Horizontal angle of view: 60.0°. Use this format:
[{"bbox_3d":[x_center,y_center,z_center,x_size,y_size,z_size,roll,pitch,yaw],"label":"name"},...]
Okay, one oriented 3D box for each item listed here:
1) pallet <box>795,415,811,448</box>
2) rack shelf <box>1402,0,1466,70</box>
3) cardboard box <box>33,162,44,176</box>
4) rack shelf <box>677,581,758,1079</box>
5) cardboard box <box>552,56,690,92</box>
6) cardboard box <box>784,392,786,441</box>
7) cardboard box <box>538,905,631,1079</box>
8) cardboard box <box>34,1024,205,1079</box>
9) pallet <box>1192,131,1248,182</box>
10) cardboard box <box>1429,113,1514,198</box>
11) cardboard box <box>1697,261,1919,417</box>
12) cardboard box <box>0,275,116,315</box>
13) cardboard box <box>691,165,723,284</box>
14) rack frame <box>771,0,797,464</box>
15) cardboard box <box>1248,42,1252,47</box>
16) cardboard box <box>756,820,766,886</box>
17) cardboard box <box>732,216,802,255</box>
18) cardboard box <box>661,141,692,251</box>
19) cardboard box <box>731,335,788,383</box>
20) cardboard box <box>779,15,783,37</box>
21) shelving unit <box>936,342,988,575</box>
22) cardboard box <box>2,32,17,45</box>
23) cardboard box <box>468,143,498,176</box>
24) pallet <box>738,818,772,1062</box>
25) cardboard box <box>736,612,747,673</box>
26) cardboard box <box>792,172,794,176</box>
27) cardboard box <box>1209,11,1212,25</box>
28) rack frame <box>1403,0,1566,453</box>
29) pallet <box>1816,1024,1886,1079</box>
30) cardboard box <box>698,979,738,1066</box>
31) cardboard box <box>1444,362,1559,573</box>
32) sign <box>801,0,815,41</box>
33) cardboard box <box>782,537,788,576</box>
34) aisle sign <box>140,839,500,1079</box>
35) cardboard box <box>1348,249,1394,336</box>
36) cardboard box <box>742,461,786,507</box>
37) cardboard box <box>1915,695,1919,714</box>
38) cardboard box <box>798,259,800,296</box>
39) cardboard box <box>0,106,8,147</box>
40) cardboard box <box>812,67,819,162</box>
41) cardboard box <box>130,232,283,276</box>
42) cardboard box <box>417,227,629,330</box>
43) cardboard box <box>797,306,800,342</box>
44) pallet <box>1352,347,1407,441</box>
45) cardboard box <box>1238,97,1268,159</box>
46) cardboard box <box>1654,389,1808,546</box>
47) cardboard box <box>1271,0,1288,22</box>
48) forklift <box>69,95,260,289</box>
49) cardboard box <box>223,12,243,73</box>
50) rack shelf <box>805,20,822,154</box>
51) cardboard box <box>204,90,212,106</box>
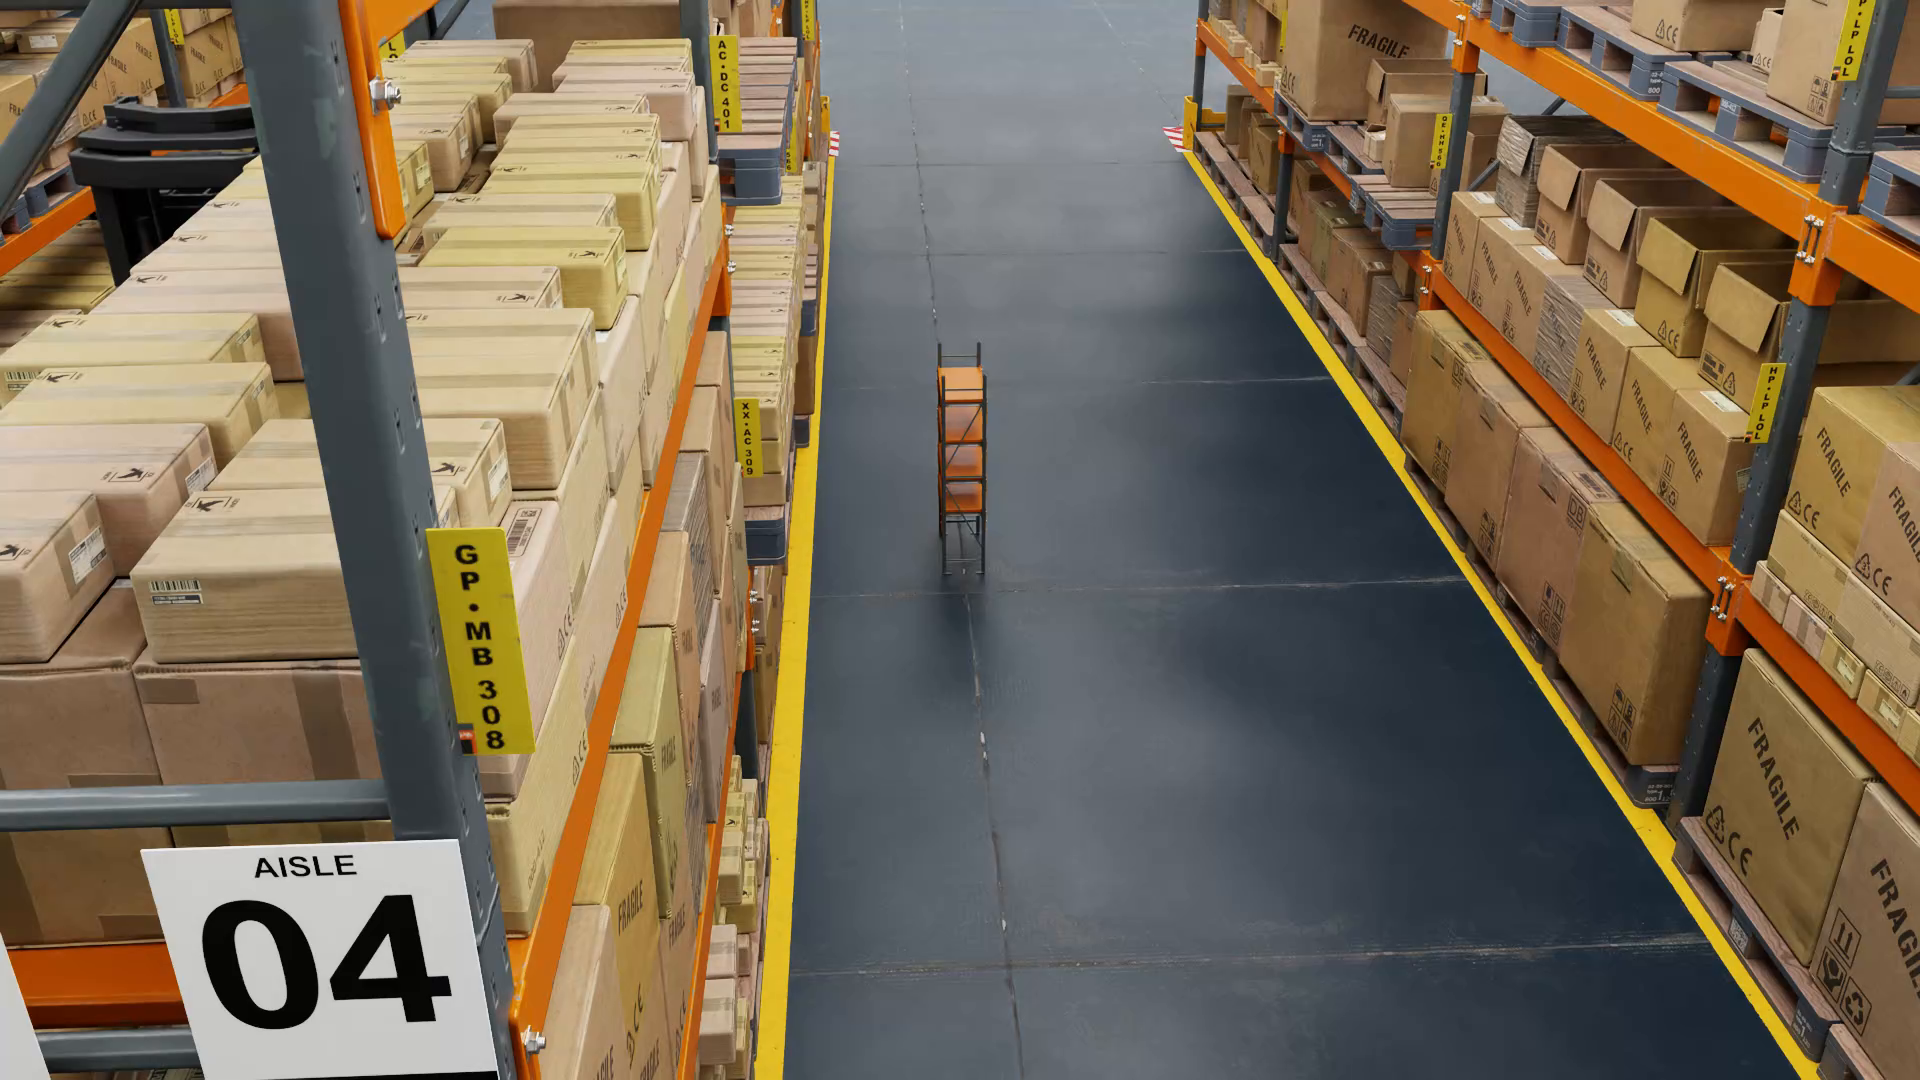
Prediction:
[{"bbox_3d":[-1.522,-0.963,11.367,1.003,0.211,1.213,-1,28,-3],"label":"pallet"},{"bbox_3d":[3.298,-3.841,11.405,1.077,0.370,4.000,-1,28,-3],"label":"rack shelf"},{"bbox_3d":[-6.413,-2.521,11.158,0.380,0.149,0.250,0,28,-1],"label":"cardboard box"},{"bbox_3d":[-1.243,1.257,4.875,1.077,0.370,4.000,-1,28,-3],"label":"rack shelf"},{"bbox_3d":[-1.034,-1.388,5.114,0.380,0.149,0.250,-1,28,-1],"label":"cardboard box"},{"bbox_3d":[-0.924,-0.505,6.971,0.380,0.149,0.250,-2,28,-4],"label":"cardboard box"},{"bbox_3d":[-0.897,1.028,3.024,0.500,0.500,0.500,-2,28,-3],"label":"cardboard box"},{"bbox_3d":[-1.411,1.037,3.008,0.500,0.500,0.500,-2,28,-4],"label":"cardboard box"},{"bbox_3d":[2.996,-3.953,17.101,1.003,0.211,1.213,-1,28,-3],"label":"pallet"},{"bbox_3d":[3.334,-2.385,10.517,0.500,0.500,0.500,-5,28,-9],"label":"cardboard box"},{"bbox_3d":[3.570,-0.843,6.929,0.797,0.503,0.637,-2,28,-4],"label":"cardboard box"},{"bbox_3d":[-6.594,-1.640,12.038,0.950,0.372,0.625,0,28,-1],"label":"cardboard box"},{"bbox_3d":[-1.052,-1.029,5.398,0.500,0.250,0.500,-1,28,-1],"label":"cardboard box"},{"bbox_3d":[-1.556,-1.833,10.021,1.000,3.000,0.127,-1,28,-3],"label":"rack frame"},{"bbox_3d":[2.889,-4.545,15.491,0.380,0.149,0.250,-1,28,-3],"label":"cardboard box"},{"bbox_3d":[-0.986,1.265,6.710,0.380,0.149,0.250,-1,28,-2],"label":"cardboard box"},{"bbox_3d":[-1.030,-1.596,8.741,0.380,0.149,0.250,-1,28,-1],"label":"cardboard box"},{"bbox_3d":[-1.054,-1.023,4.846,0.500,0.250,0.500,-2,28,-5],"label":"cardboard box"},{"bbox_3d":[-0.940,-0.764,7.146,0.380,0.149,0.250,-1,28,-2],"label":"cardboard box"},{"bbox_3d":[-1.733,-3.939,12.869,0.700,0.500,0.500,-2,28,-4],"label":"cardboard box"},{"bbox_3d":[0.009,-0.456,9.326,0.258,1.200,0.503,-1,28,-3],"label":"shelving unit"},{"bbox_3d":[-6.938,-3.422,12.183,0.500,0.500,0.500,-1,28,-2],"label":"cardboard box"},{"bbox_3d":[-1.540,-1.013,4.826,0.500,0.250,0.500,-1,28,-3],"label":"cardboard box"},{"bbox_3d":[-1.277,1.560,6.531,1.003,0.211,1.213,-1,28,-3],"label":"pallet"},{"bbox_3d":[-0.976,0.368,6.072,0.380,0.149,0.250,-2,28,-4],"label":"cardboard box"},{"bbox_3d":[-1.339,-2.326,10.858,0.500,0.500,0.500,-2,28,-3],"label":"cardboard box"},{"bbox_3d":[2.762,-5.352,17.039,0.380,0.149,0.250,-1,28,-3],"label":"cardboard box"},{"bbox_3d":[3.402,-1.906,10.161,1.000,3.000,0.127,-1,28,-3],"label":"rack frame"},{"bbox_3d":[3.640,2.095,5.504,1.003,0.211,1.213,-1,28,-3],"label":"pallet"},{"bbox_3d":[-0.927,1.587,5.449,0.380,0.149,0.250,-2,28,-4],"label":"cardboard box"},{"bbox_3d":[3.457,-0.419,9.154,1.225,0.875,0.875,-1,28,-2],"label":"cardboard box"},{"bbox_3d":[-1.224,-4.176,13.347,0.100,0.325,0.005,-1,28,-3],"label":"sign"},{"bbox_3d":[-1.193,-0.130,9.004,0.500,0.500,0.500,-3,28,-5],"label":"cardboard box"},{"bbox_3d":[-0.835,0.735,2.285,0.394,0.787,0.004,-1,28,-3],"label":"aisle sign"},{"bbox_3d":[3.269,-1.819,12.222,0.700,0.500,0.500,1,28,2],"label":"cardboard box"},{"bbox_3d":[-0.908,-0.254,6.810,0.380,0.149,0.250,-3,28,-5],"label":"cardboard box"},{"bbox_3d":[3.428,0.568,5.258,0.500,0.250,0.500,-1,28,-1],"label":"cardboard box"},{"bbox_3d":[-1.020,-1.347,8.585,0.380,0.149,0.250,-2,28,-3],"label":"cardboard box"},{"bbox_3d":[-6.321,-2.483,10.383,0.500,0.500,0.500,0,28,0],"label":"cardboard box"},{"bbox_3d":[-1.824,-4.054,16.122,0.875,0.875,0.875,-2,28,-3],"label":"cardboard box"},{"bbox_3d":[-1.484,-0.539,3.487,0.380,0.149,0.250,-1,28,-2],"label":"cardboard box"},{"bbox_3d":[-0.914,-0.554,3.515,0.380,0.149,0.250,-1,28,-1],"label":"cardboard box"},{"bbox_3d":[-1.009,-1.099,8.430,0.380,0.149,0.250,-1,28,-1],"label":"cardboard box"},{"bbox_3d":[3.363,-1.031,11.498,1.003,0.211,1.213,-1,28,-3],"label":"pallet"},{"bbox_3d":[3.066,-4.114,16.644,0.500,0.500,0.500,6,28,11],"label":"cardboard box"},{"bbox_3d":[3.314,-0.313,6.998,0.500,0.500,0.500,-1,28,-2],"label":"cardboard box"},{"bbox_3d":[2.895,-4.574,13.765,0.500,0.500,0.500,-1,28,-3],"label":"cardboard box"},{"bbox_3d":[-3.187,-0.734,7.988,1.130,2.935,3.031,-2,28,-3],"label":"forklift"},{"bbox_3d":[-6.510,-4.364,14.443,0.500,0.500,0.500,-2,28,-3],"label":"cardboard box"},{"bbox_3d":[-1.869,-4.285,15.500,1.077,0.370,4.000,-1,28,-3],"label":"rack shelf"},{"bbox_3d":[-6.464,-3.671,13.817,0.380,0.149,0.250,-1,28,-1],"label":"cardboard box"}]
